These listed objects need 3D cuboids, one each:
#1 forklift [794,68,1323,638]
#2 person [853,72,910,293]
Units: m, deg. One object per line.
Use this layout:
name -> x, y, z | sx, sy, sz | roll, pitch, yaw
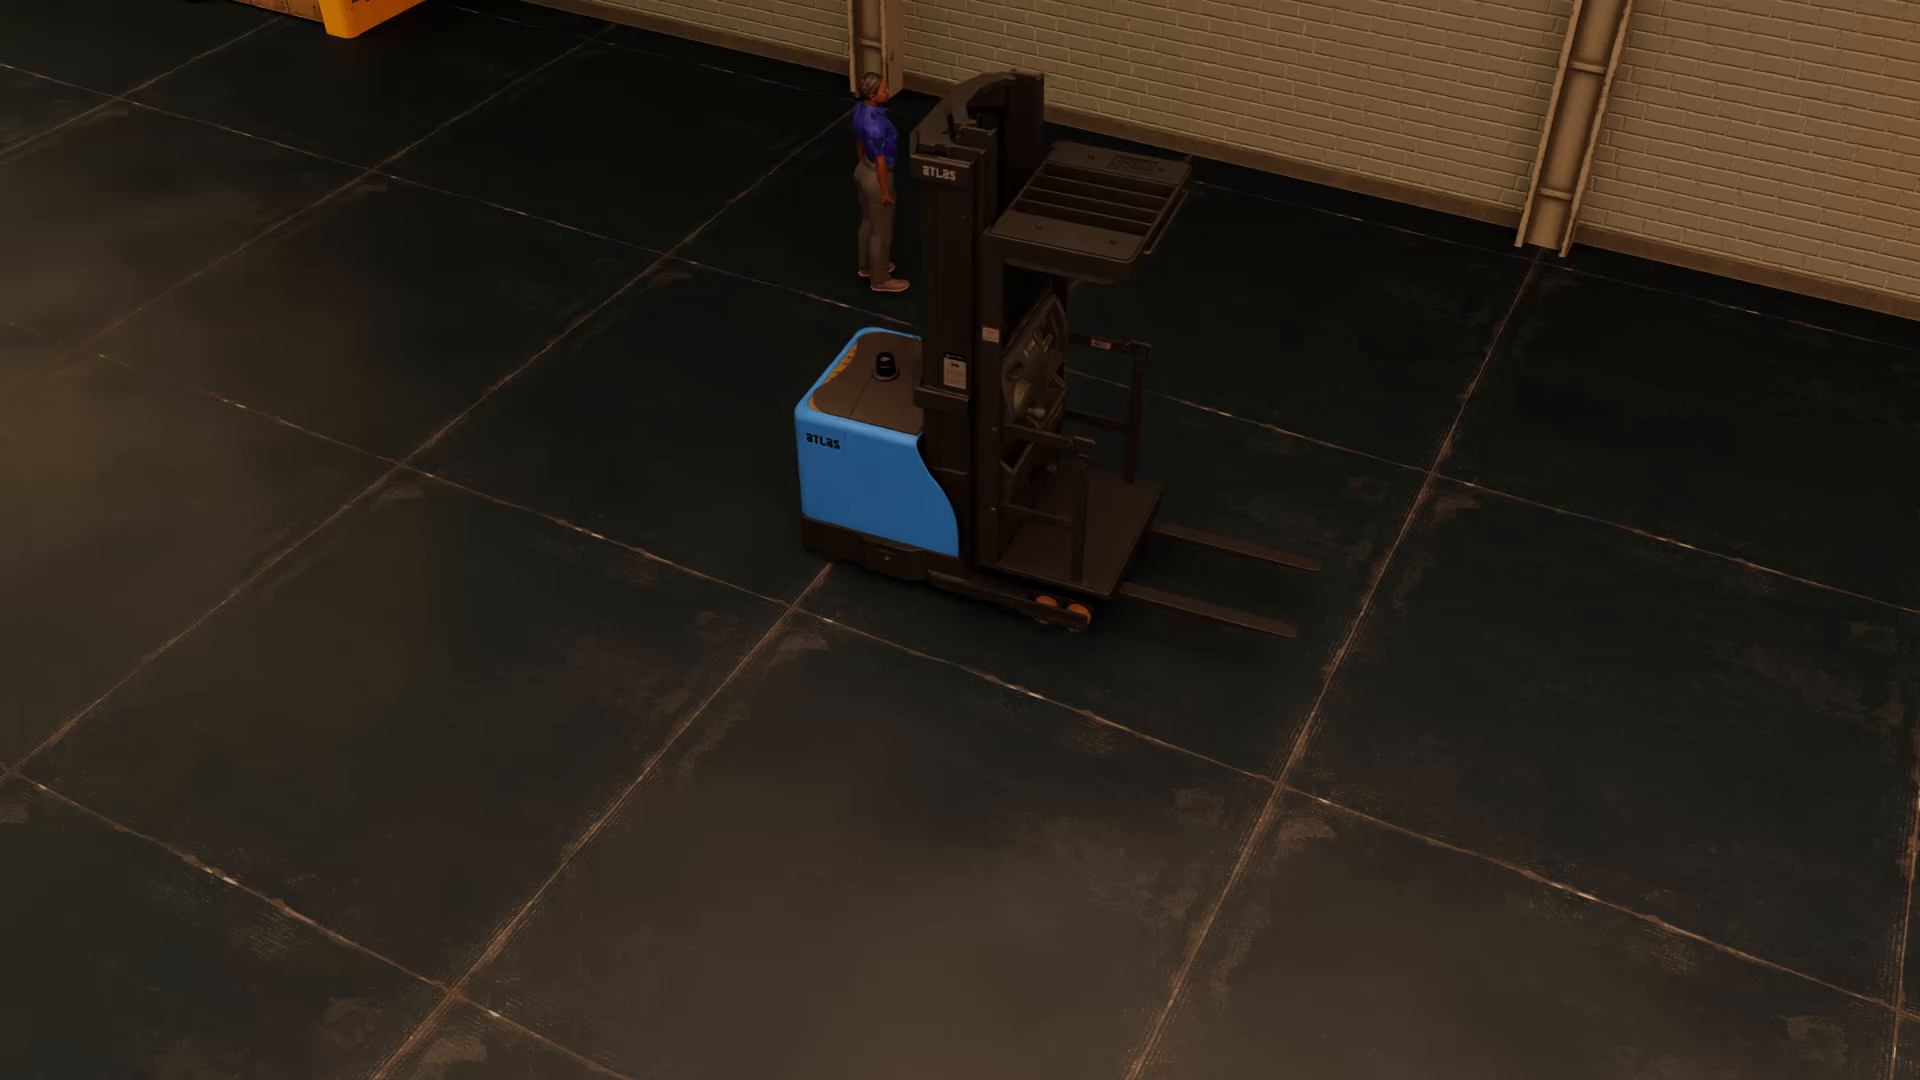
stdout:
forklift -> 0.599, -0.976, 9.146 | 3.031, 2.935, 1.130 | 15, 42, 17
person -> -0.593, -2.602, 12.082 | 0.325, 1.641, 0.447 | -14, 42, -16
